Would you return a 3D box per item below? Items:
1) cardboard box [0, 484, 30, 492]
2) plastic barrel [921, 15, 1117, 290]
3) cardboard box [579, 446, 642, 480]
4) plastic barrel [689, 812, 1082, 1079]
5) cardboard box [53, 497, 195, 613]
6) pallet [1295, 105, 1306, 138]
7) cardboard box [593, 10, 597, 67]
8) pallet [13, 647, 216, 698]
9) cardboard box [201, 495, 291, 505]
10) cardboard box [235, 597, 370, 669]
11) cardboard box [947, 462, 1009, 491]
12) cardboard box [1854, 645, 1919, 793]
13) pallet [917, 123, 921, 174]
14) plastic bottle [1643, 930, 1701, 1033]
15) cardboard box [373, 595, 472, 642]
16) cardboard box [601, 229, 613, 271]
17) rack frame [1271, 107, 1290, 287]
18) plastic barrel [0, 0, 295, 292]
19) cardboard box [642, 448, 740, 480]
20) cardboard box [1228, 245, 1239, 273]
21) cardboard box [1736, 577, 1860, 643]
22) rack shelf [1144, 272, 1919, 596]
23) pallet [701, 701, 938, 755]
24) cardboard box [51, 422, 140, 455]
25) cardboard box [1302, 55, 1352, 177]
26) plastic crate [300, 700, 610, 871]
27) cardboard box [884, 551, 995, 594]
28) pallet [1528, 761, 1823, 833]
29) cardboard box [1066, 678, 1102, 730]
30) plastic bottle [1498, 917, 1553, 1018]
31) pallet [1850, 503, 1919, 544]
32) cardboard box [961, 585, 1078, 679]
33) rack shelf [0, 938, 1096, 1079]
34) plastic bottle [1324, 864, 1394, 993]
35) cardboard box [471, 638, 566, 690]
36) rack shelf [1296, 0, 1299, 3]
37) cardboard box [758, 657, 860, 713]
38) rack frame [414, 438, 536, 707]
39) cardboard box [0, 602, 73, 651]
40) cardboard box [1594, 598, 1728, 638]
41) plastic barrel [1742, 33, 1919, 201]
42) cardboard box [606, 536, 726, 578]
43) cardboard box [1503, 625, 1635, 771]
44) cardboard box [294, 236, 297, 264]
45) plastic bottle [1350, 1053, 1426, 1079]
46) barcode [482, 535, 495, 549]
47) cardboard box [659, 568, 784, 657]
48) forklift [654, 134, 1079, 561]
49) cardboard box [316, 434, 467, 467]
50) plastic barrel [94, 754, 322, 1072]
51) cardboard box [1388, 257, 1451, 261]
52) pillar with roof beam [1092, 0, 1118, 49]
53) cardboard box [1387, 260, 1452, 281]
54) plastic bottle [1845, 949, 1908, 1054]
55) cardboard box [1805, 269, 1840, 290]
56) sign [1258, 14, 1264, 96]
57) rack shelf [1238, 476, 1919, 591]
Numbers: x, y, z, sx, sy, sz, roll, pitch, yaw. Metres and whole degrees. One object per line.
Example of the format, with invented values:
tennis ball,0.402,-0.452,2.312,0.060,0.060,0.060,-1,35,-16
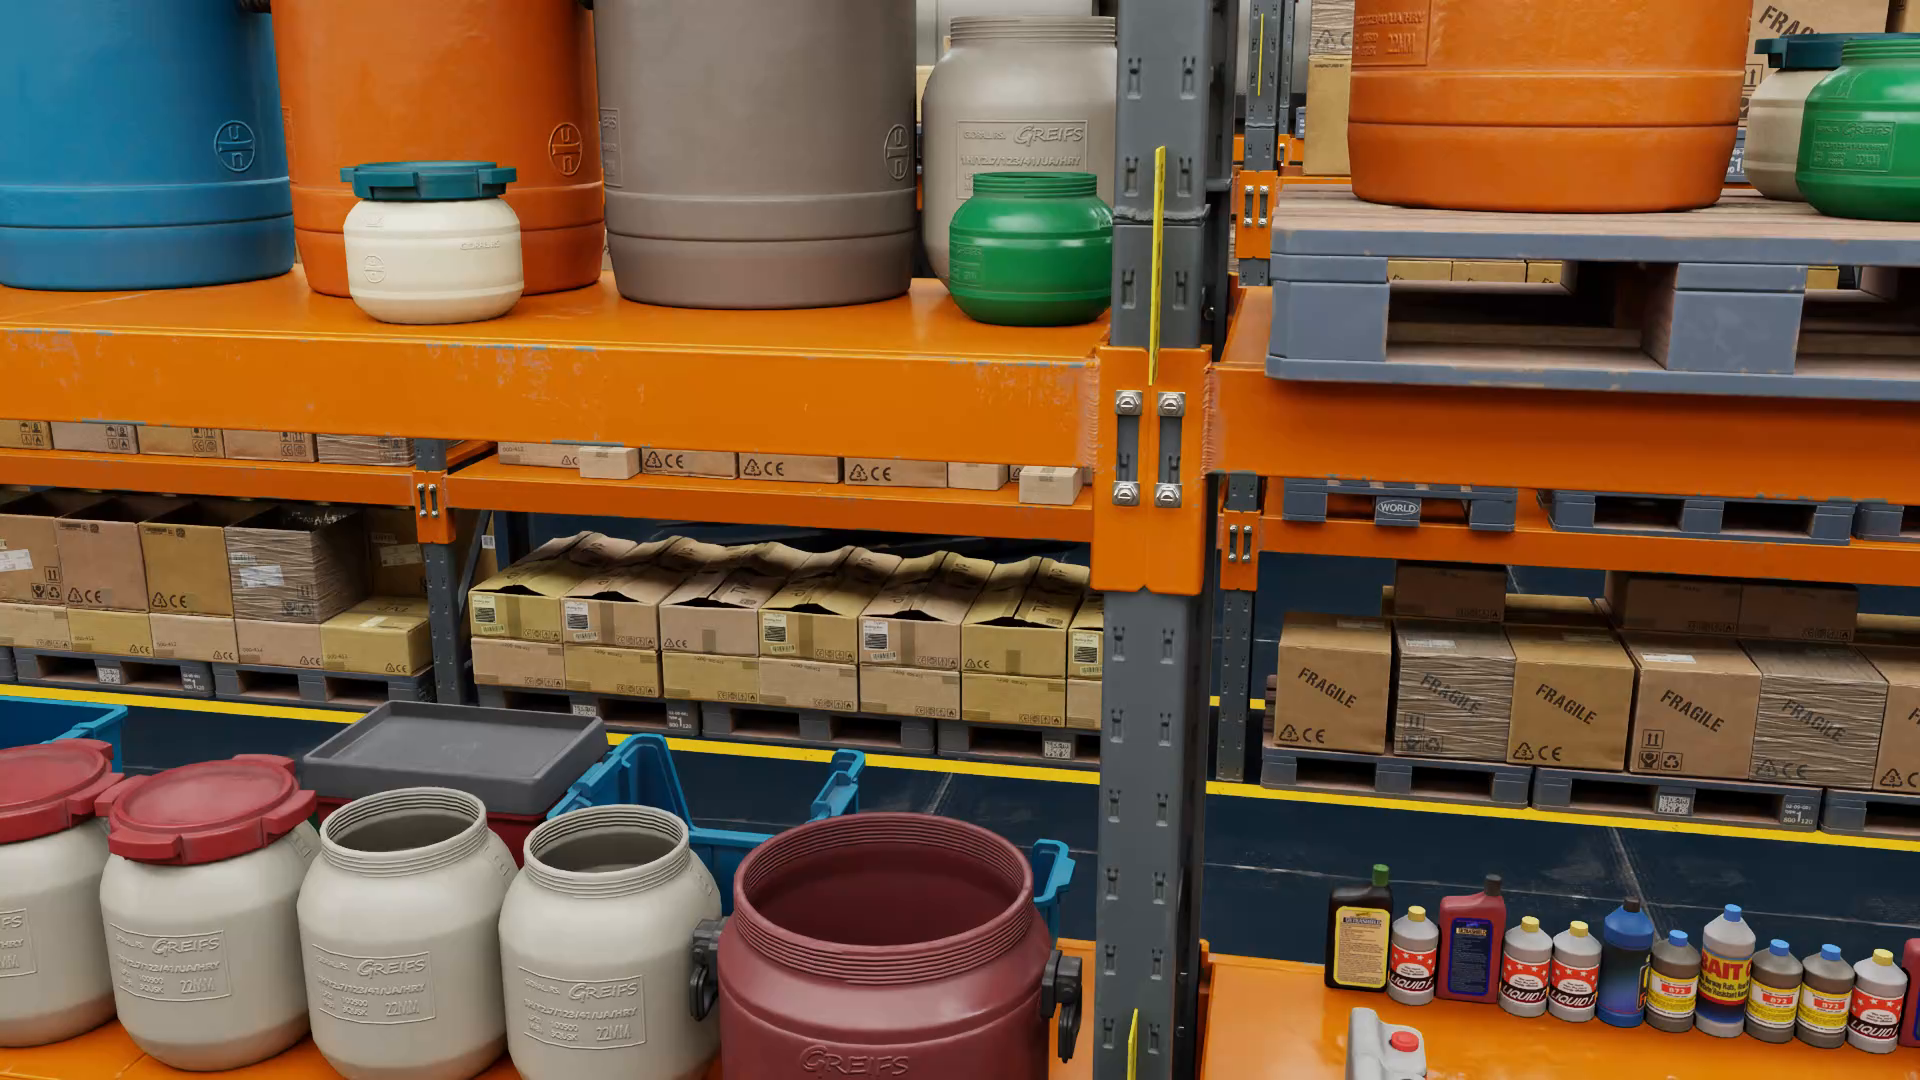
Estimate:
cardboard box,-5.884,-0.143,9.849,0.500,0.500,0.500,3,16,11
plastic barrel,0.137,-0.730,3.180,0.421,0.512,0.421,0,15,0
cardboard box,-1.722,-0.421,8.362,0.250,0.149,0.380,3,16,11
plastic barrel,-0.135,0.855,3.031,0.708,0.536,0.600,3,16,11
cardboard box,-4.518,0.073,9.067,0.500,0.500,0.500,3,16,11
pallet,2.996,-3.060,12.154,1.003,0.211,1.213,4,16,14
cardboard box,-1.953,-2.536,8.000,0.500,0.500,0.500,3,16,12
pallet,-4.519,0.584,9.488,1.213,0.211,1.003,3,16,11
cardboard box,-3.921,-0.041,9.479,0.500,0.500,0.500,3,16,11
cardboard box,-3.535,0.484,8.991,0.500,0.250,0.500,3,16,11
cardboard box,0.110,-0.362,8.149,0.250,0.149,0.380,4,16,15
cardboard box,4.267,0.796,7.357,0.500,0.500,0.500,3,16,11
pallet,-0.409,-1.856,7.806,1.213,0.211,1.003,4,16,14
plastic bottle,1.483,0.910,3.458,0.097,0.201,0.097,0,15,0
cardboard box,-2.943,0.376,9.378,0.500,0.250,0.500,3,16,11
cardboard box,-2.581,-2.206,13.177,0.500,0.500,0.500,3,16,11
rack frame,2.354,-1.726,12.603,0.127,3.000,1.000,3,16,11
plastic barrel,-1.716,-0.994,3.403,0.708,0.901,0.600,3,16,11
cardboard box,-1.284,-0.617,8.414,0.500,0.500,0.500,4,16,15
cardboard box,1.892,-2.008,12.611,0.500,0.500,0.700,1,16,5
cardboard box,3.885,0.272,7.845,0.500,0.250,0.500,3,16,11
rack shelf,2.340,-0.126,2.558,4.000,0.370,1.077,3,16,11
pallet,-0.620,0.795,8.727,1.213,0.211,1.003,3,16,11
cardboard box,-4.496,-0.793,9.050,0.500,0.500,0.700,4,16,13
cardboard box,1.805,-1.909,7.458,0.500,0.500,0.910,3,16,11
plastic crate,-1.143,0.669,3.837,0.583,0.464,0.402,3,16,11
cardboard box,-0.100,0.265,8.731,0.500,0.311,0.500,3,16,10
pallet,3.287,1.029,7.880,1.213,0.211,1.003,3,16,11
cardboard box,0.806,0.729,8.105,0.500,0.250,0.500,3,16,12
plastic bottle,1.197,0.895,3.515,0.097,0.201,0.097,0,15,0
pallet,4.529,-0.195,7.438,1.213,0.211,1.003,3,16,11
cardboard box,0.298,0.434,8.121,0.500,0.311,0.500,3,16,10
rack shelf,-1.580,1.106,3.727,4.000,0.370,1.077,3,16,11
plastic bottle,0.861,0.832,3.587,0.133,0.283,0.061,3,16,11
cardboard box,-2.203,0.567,8.691,0.500,0.250,0.500,3,16,10
rack shelf,4.314,-3.971,11.567,4.000,0.370,1.077,3,16,11
cardboard box,-0.696,0.648,8.397,0.500,0.250,0.500,3,16,12
rack frame,-2.549,-0.642,8.692,0.127,3.000,1.000,3,16,11
cardboard box,-5.007,0.407,9.269,0.500,0.250,0.500,3,16,11
cardboard box,3.357,0.605,8.046,0.500,0.500,0.500,3,16,9
plastic barrel,1.460,-0.697,2.741,0.301,0.262,0.301,0,15,0
cardboard box,-1.584,0.183,9.027,0.500,0.311,0.500,4,16,13
cardboard box,2.764,0.716,7.645,0.500,0.500,0.500,3,16,10
cardboard box,-3.481,-1.364,8.680,0.500,0.500,0.700,3,16,11
plastic bottle,0.740,1.033,2.875,0.135,0.276,0.152,3,16,11
barcode,-2.382,0.010,8.396,0.075,0.075,0.001,3,16,11
cardboard box,-1.197,0.353,8.414,0.500,0.311,0.500,3,16,9
forklift,-0.593,-1.359,11.407,3.031,2.935,1.130,-5,16,-18
cardboard box,-2.985,-0.712,8.758,0.500,0.500,0.700,3,16,10
plastic barrel,-1.503,0.758,3.382,0.433,0.535,0.433,0,15,0
cardboard box,3.275,-2.168,12.014,0.500,0.250,0.500,3,16,10
pillar with roof beam,0.395,-3.786,8.803,0.400,9.000,9.100,3,16,11
cardboard box,3.291,-1.804,12.102,0.500,0.500,0.500,4,16,13
plastic bottle,1.865,0.931,3.384,0.097,0.201,0.097,0,15,0
cardboard box,5.771,-1.673,11.629,0.500,0.500,0.500,3,16,10
sign,1.252,-2.018,6.921,0.005,0.325,0.100,3,16,11
rack shelf,3.331,0.024,7.636,4.000,0.370,1.077,3,16,11
